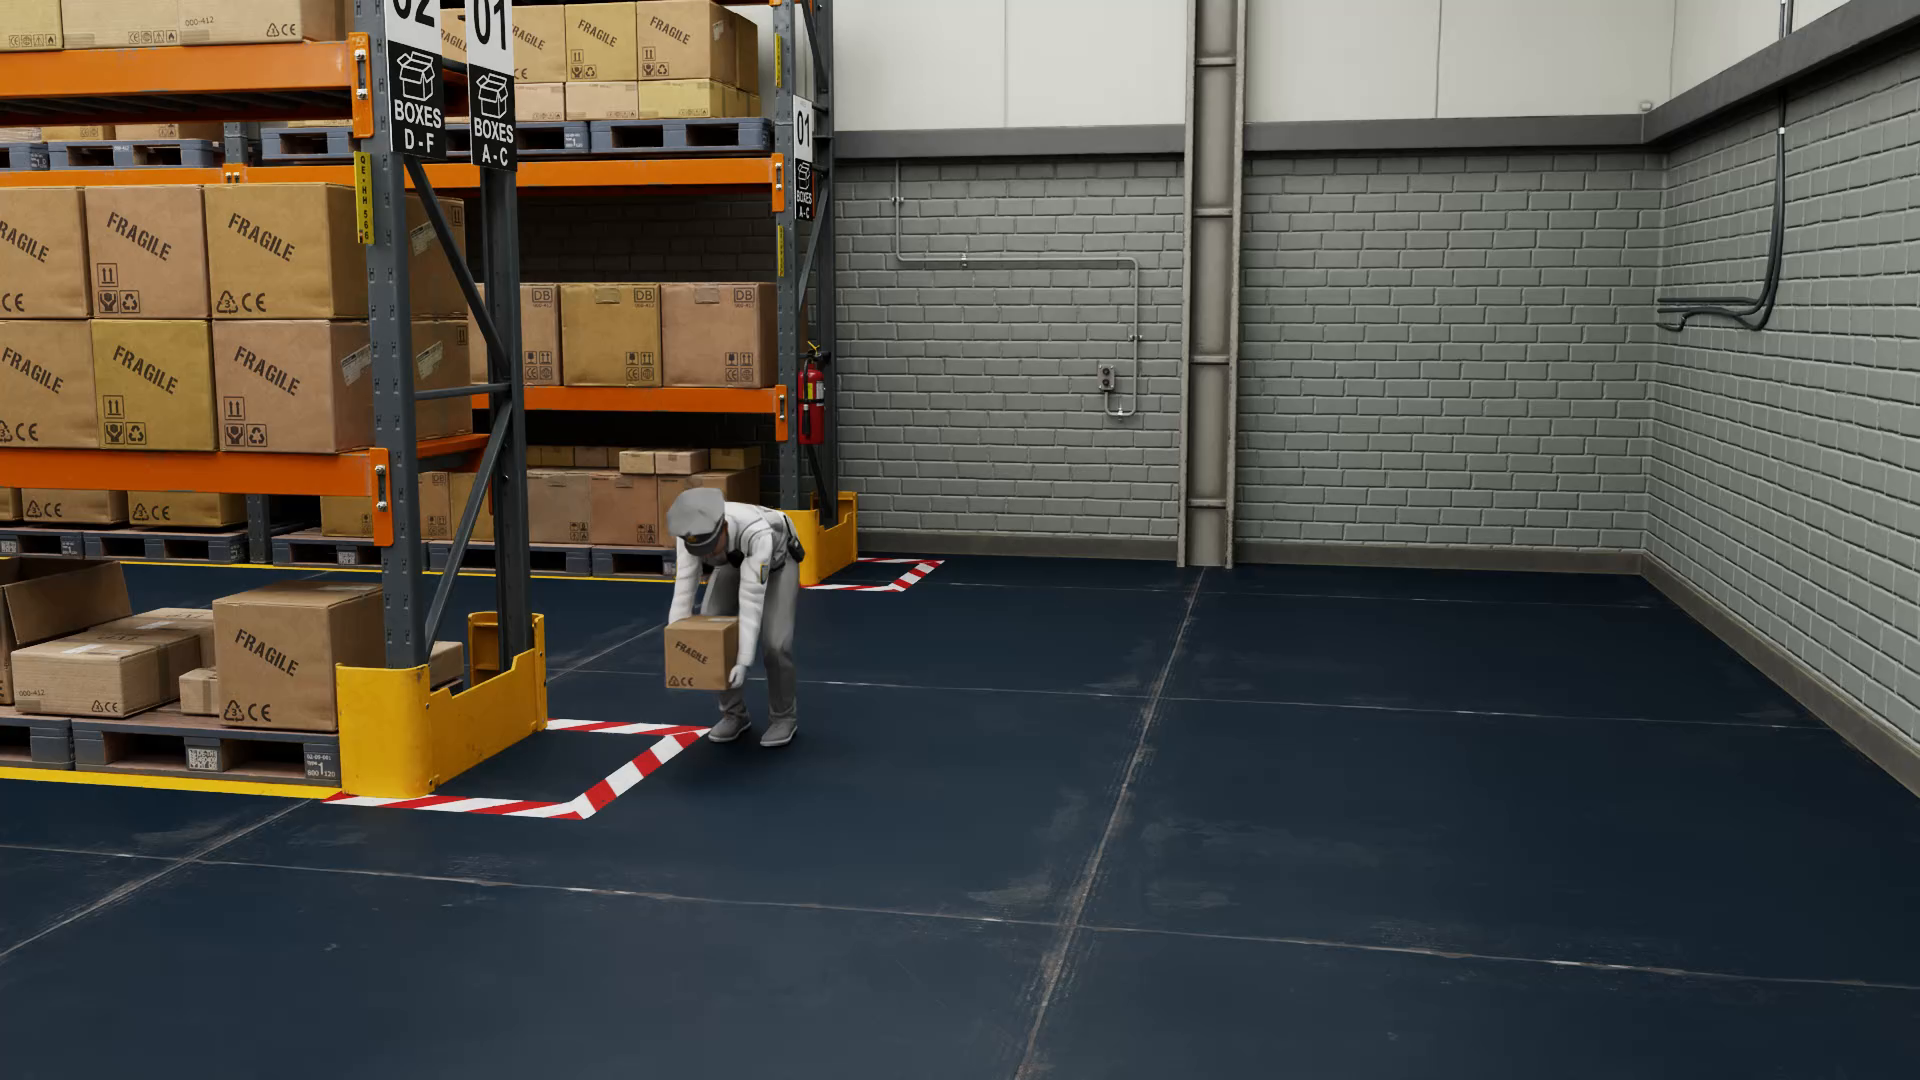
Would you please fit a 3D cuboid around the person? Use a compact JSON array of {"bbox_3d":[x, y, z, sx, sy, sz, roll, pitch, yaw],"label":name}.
[{"bbox_3d":[-0.943,0.320,6.926,0.440,1.145,0.915,2,8,15],"label":"person"}]
